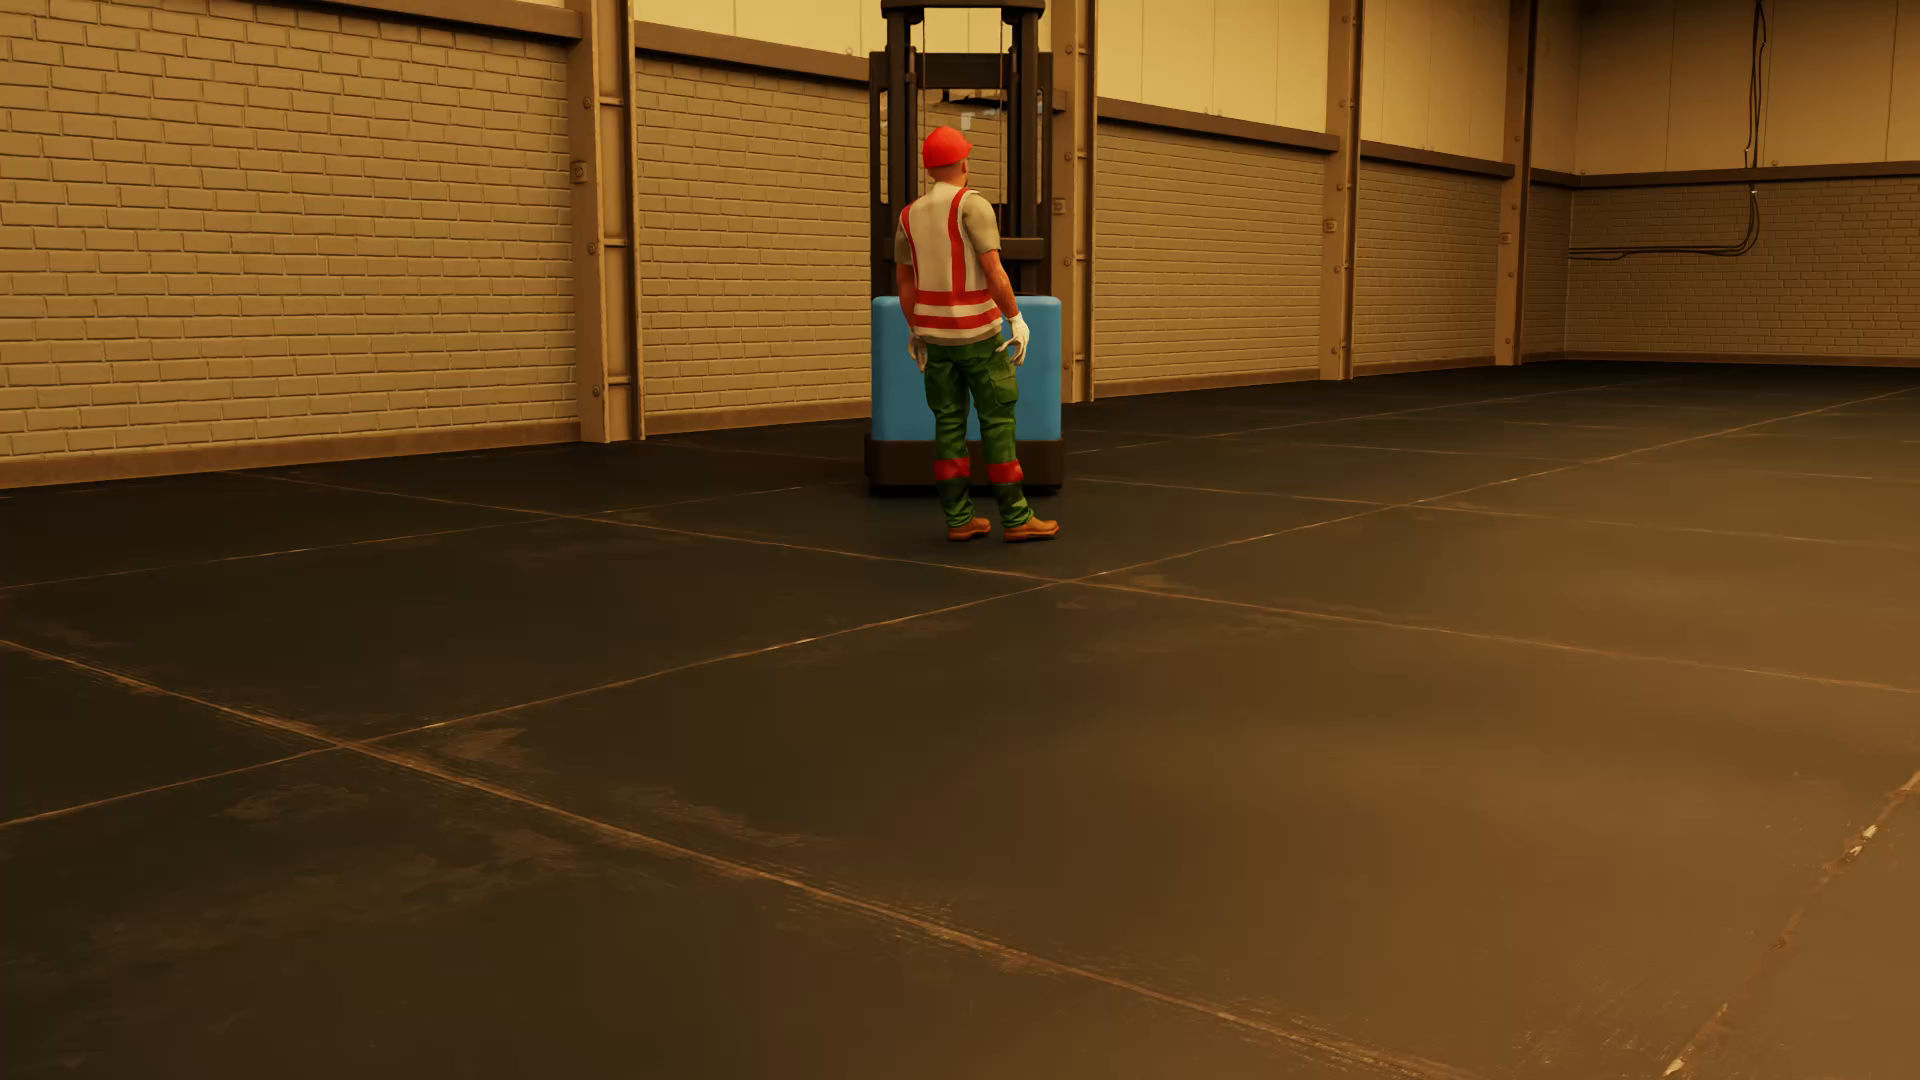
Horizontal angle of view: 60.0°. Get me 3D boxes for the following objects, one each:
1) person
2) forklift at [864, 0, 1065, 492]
[{"bbox_3d":[0.059,-0.900,7.330,0.638,1.789,0.562,7,11,38],"label":"person"},{"bbox_3d":[-0.001,-1.891,10.201,1.130,2.935,3.031,0,8,-1],"label":"forklift"}]
